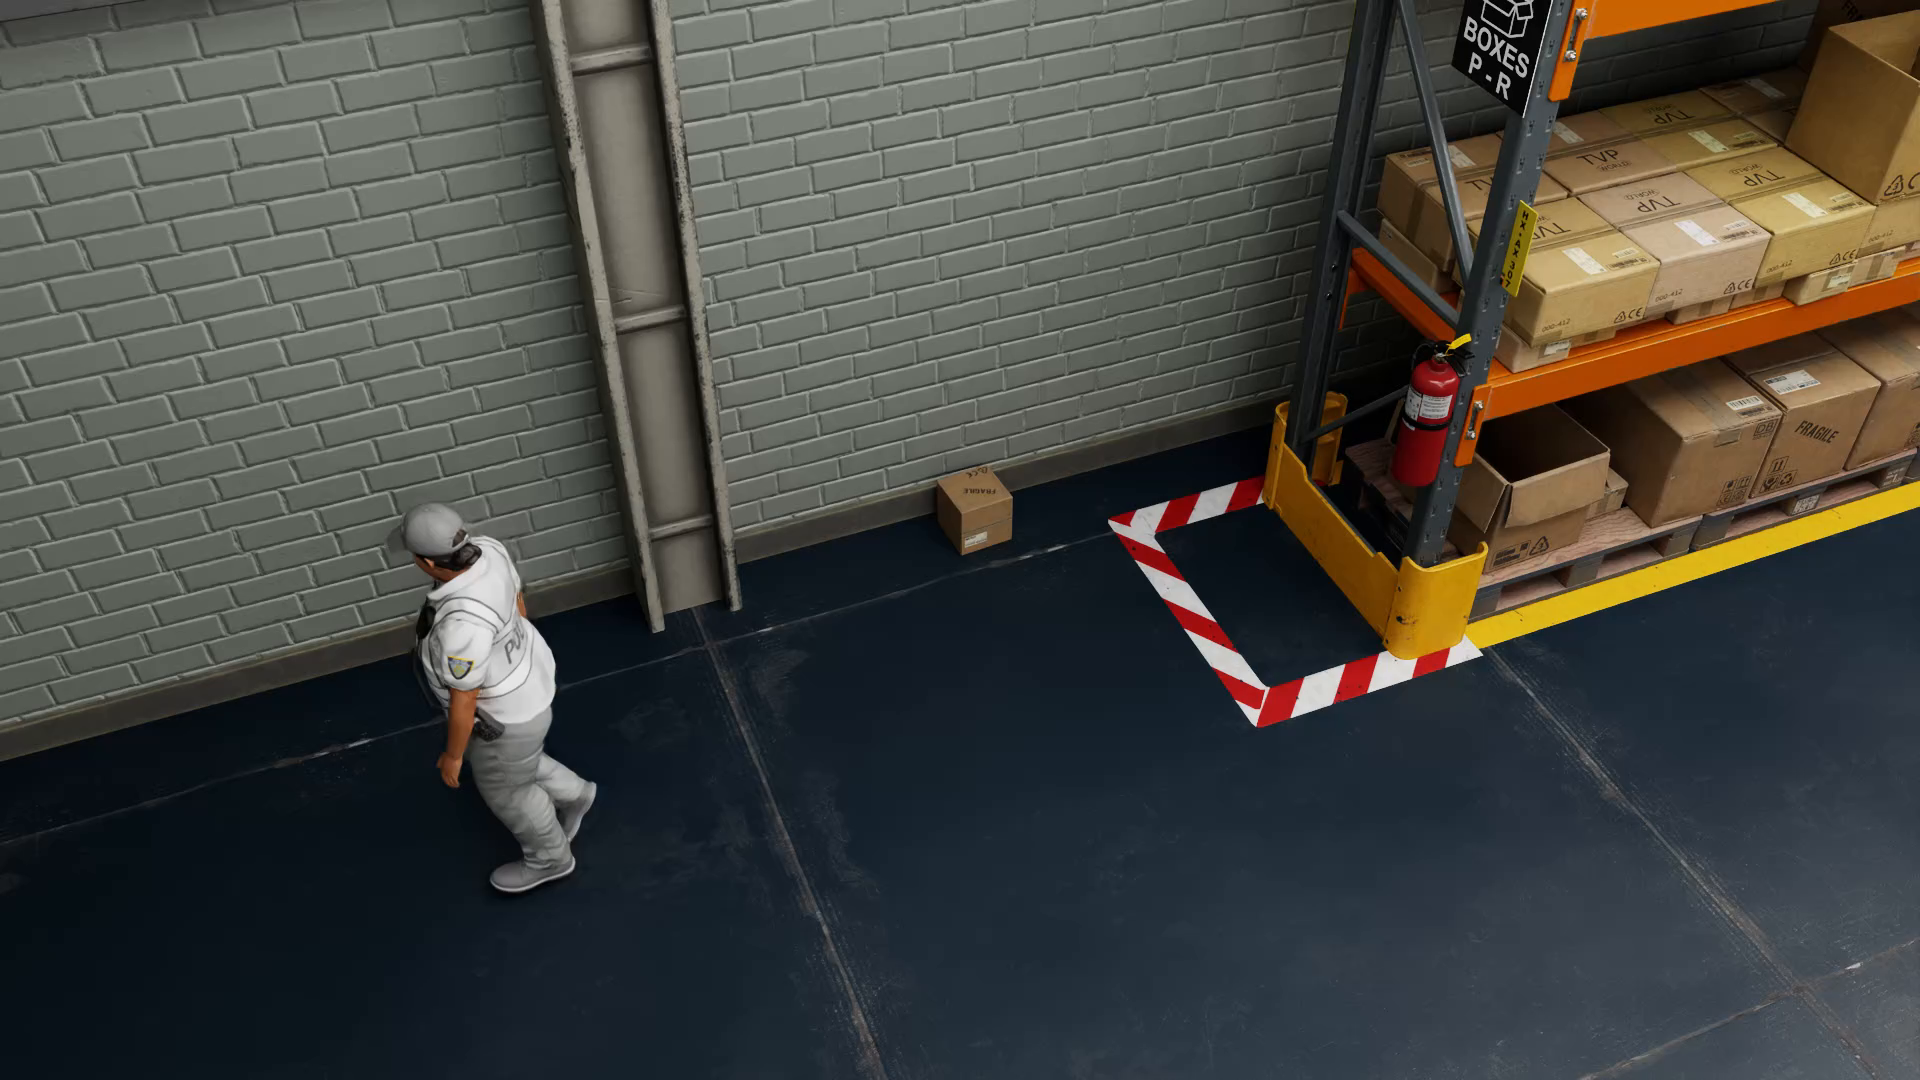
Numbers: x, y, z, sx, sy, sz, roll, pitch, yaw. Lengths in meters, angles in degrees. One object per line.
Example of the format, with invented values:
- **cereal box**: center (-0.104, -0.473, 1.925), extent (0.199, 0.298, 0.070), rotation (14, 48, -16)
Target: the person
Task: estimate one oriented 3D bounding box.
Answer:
- **person**: center (-1.530, 0.530, 5.549), extent (0.460, 1.662, 0.531), rotation (-6, 42, -7)
